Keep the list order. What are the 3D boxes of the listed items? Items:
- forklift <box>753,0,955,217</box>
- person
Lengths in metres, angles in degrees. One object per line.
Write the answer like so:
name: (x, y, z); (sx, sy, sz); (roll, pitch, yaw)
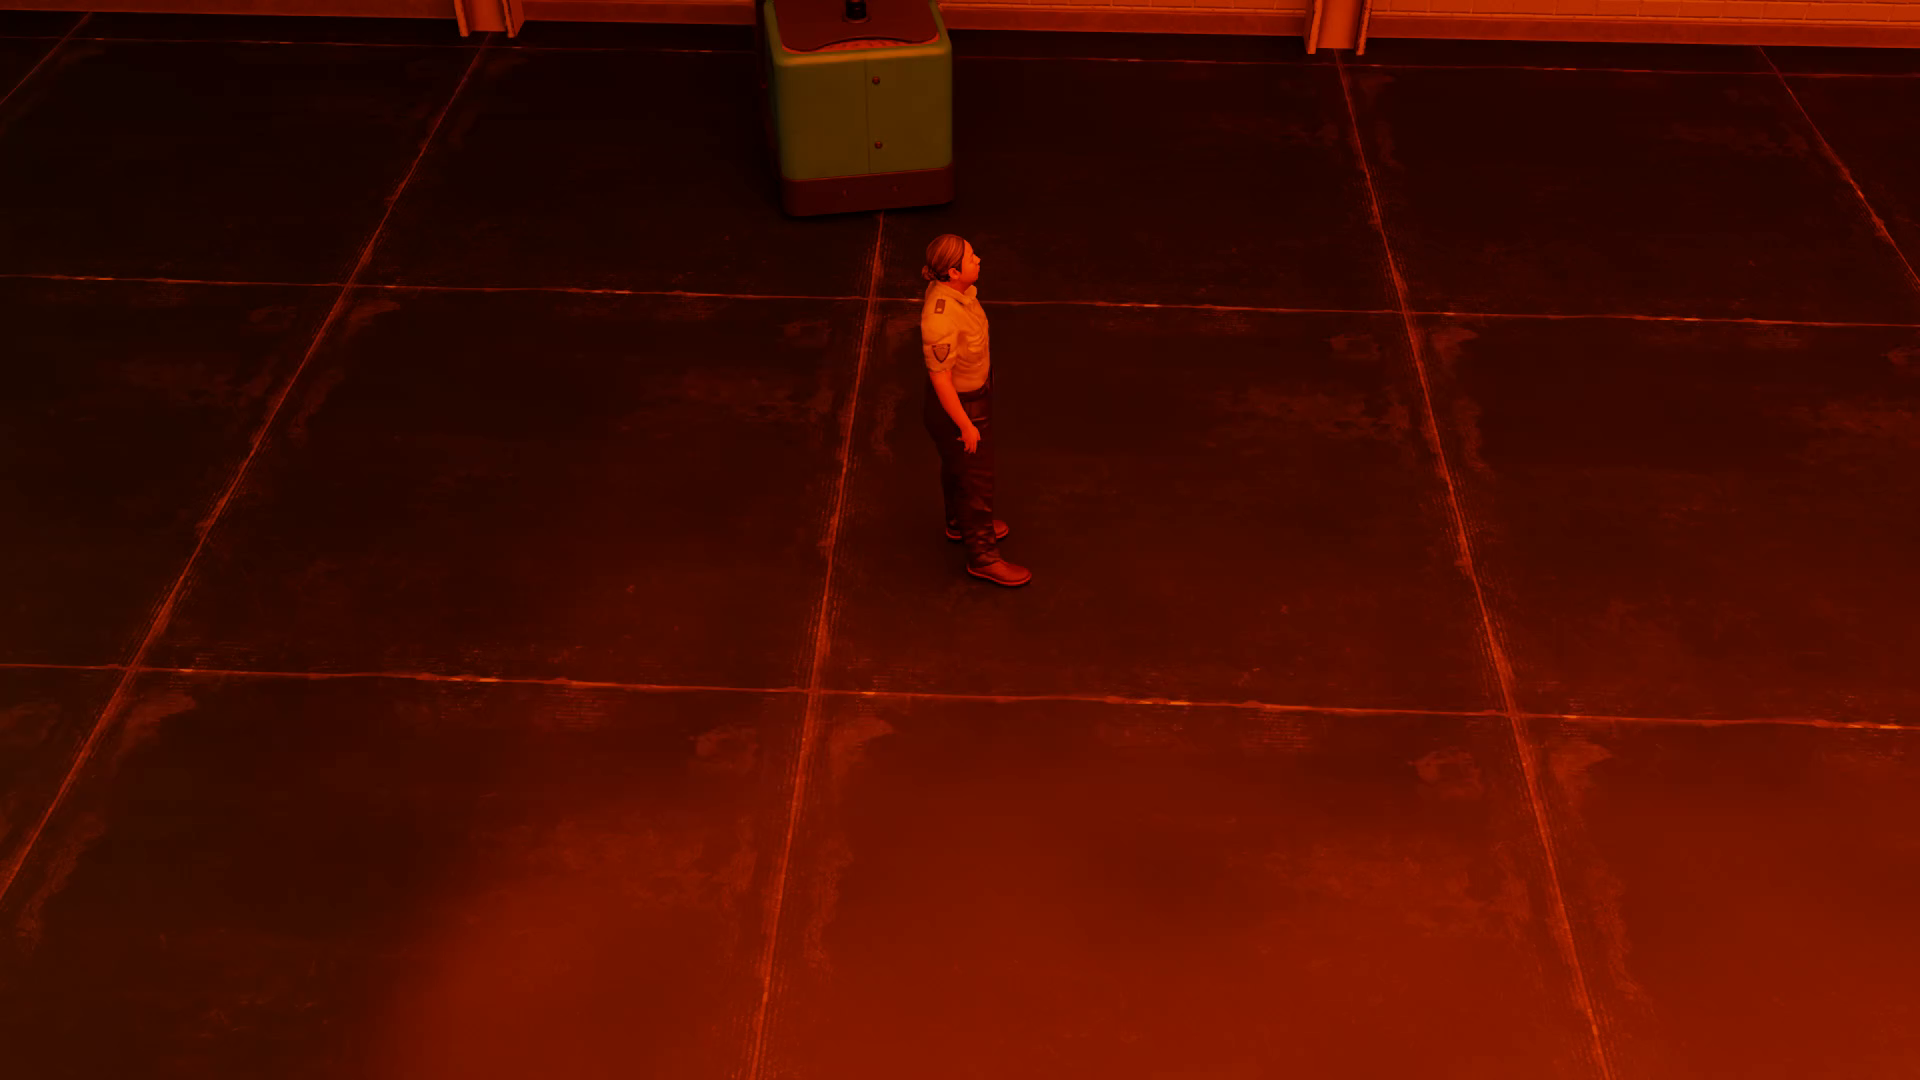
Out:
forklift: (-0.780, -4.013, 10.138); (1.130, 2.935, 3.031); (-6, 43, -7)
person: (0.088, -0.596, 7.335); (0.503, 1.651, 0.598); (2, 42, 2)
